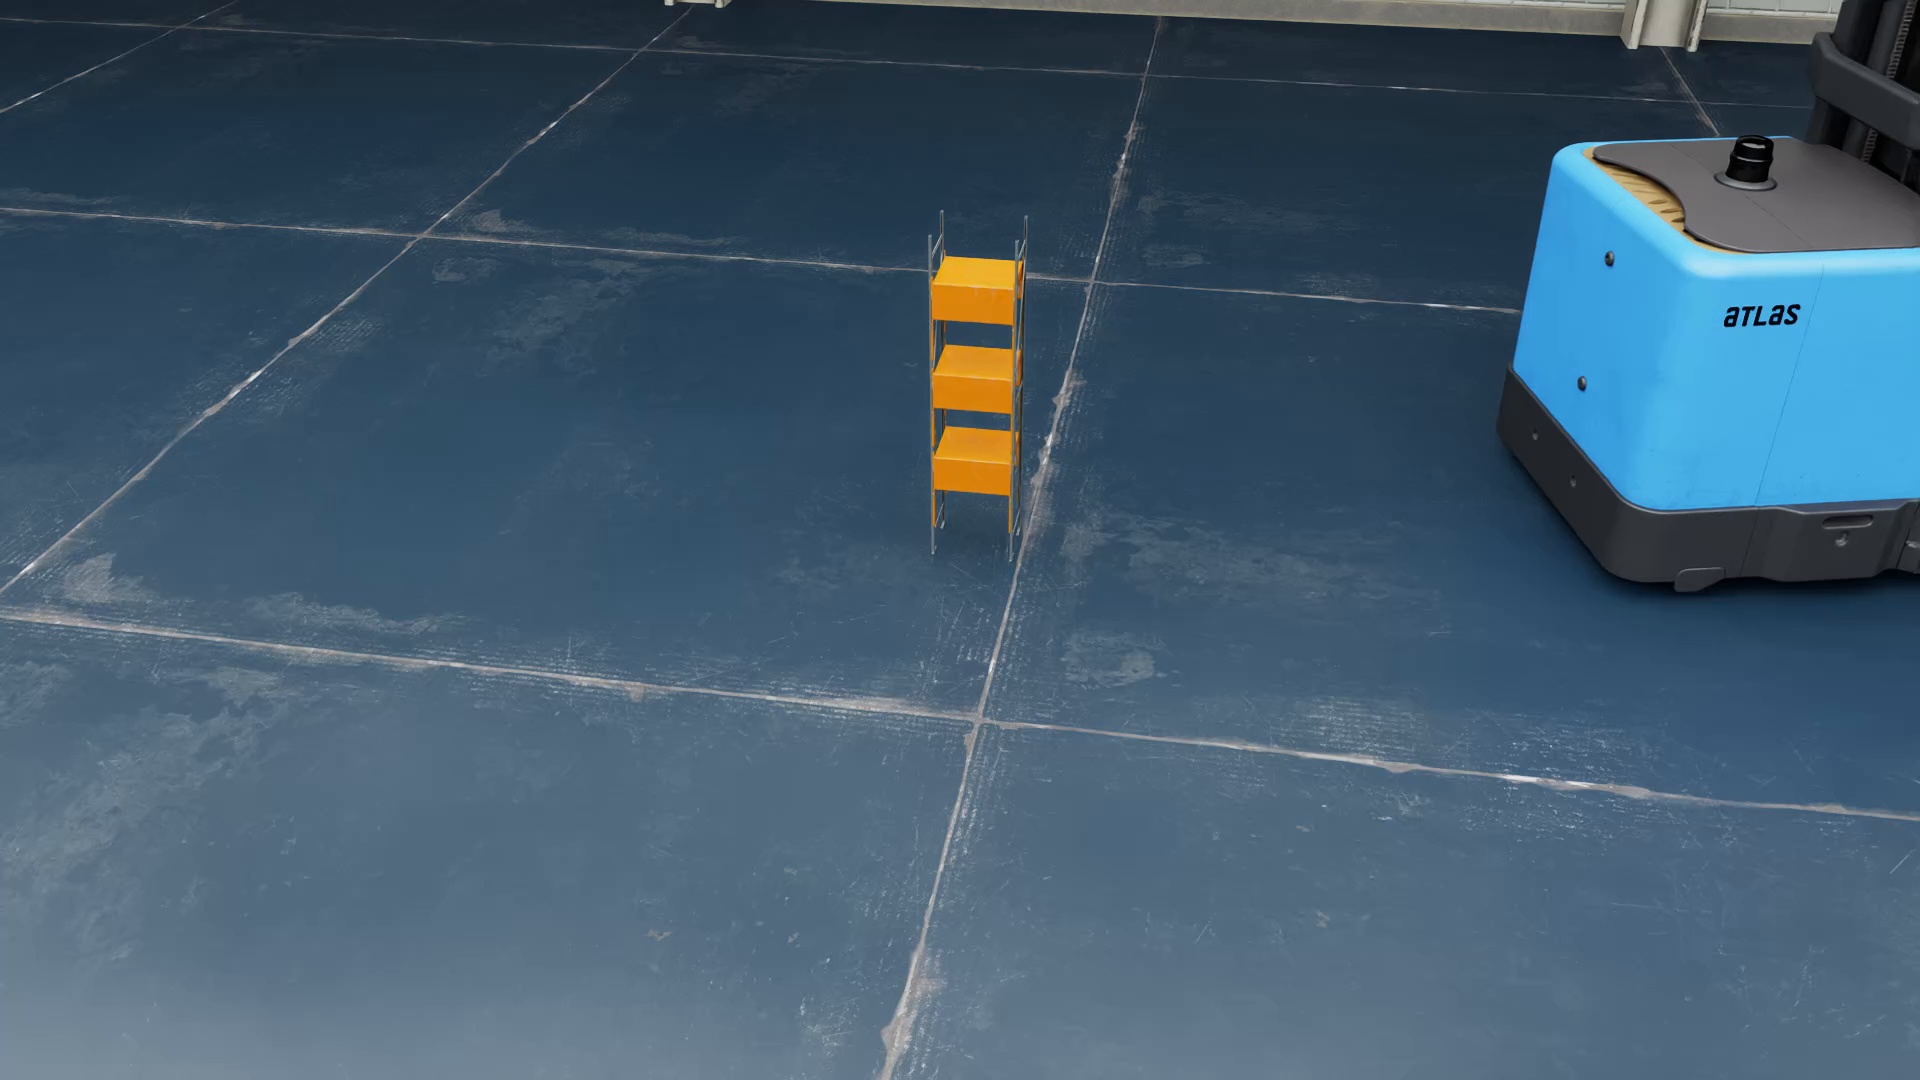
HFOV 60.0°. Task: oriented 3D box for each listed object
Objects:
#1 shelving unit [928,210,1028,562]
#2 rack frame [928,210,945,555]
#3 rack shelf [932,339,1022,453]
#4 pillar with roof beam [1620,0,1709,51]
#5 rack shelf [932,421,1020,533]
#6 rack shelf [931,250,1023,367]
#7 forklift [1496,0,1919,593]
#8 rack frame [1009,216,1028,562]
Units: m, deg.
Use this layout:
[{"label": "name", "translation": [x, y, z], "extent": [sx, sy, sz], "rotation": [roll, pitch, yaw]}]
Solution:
[{"label": "shelving unit", "translation": [0.053, -0.440, 4.964], "extent": [0.252, 1.050, 0.215], "rotation": [5, 32, 8]}, {"label": "rack frame", "translation": [-0.068, -0.451, 4.981], "extent": [0.008, 1.050, 0.200], "rotation": [5, 32, 8]}, {"label": "rack shelf", "translation": [0.053, -0.431, 4.969], "extent": [0.240, 0.259, 0.215], "rotation": [5, 32, 8]}, {"label": "pillar with roof beam", "translation": [3.491, -4.568, 4.066], "extent": [0.400, 9.000, 9.100], "rotation": [5, 32, 8]}, {"label": "rack shelf", "translation": [0.053, -0.196, 5.117], "extent": [0.240, 0.259, 0.215], "rotation": [5, 32, 8]}, {"label": "rack shelf", "translation": [0.053, -0.672, 4.819], "extent": [0.240, 0.259, 0.215], "rotation": [5, 32, 8]}, {"label": "forklift", "translation": [3.392, -1.405, 4.732], "extent": [3.031, 2.935, 1.130], "rotation": [-3, 32, -5]}, {"label": "rack frame", "translation": [0.173, -0.429, 4.946], "extent": [0.008, 1.050, 0.200], "rotation": [5, 32, 8]}]
